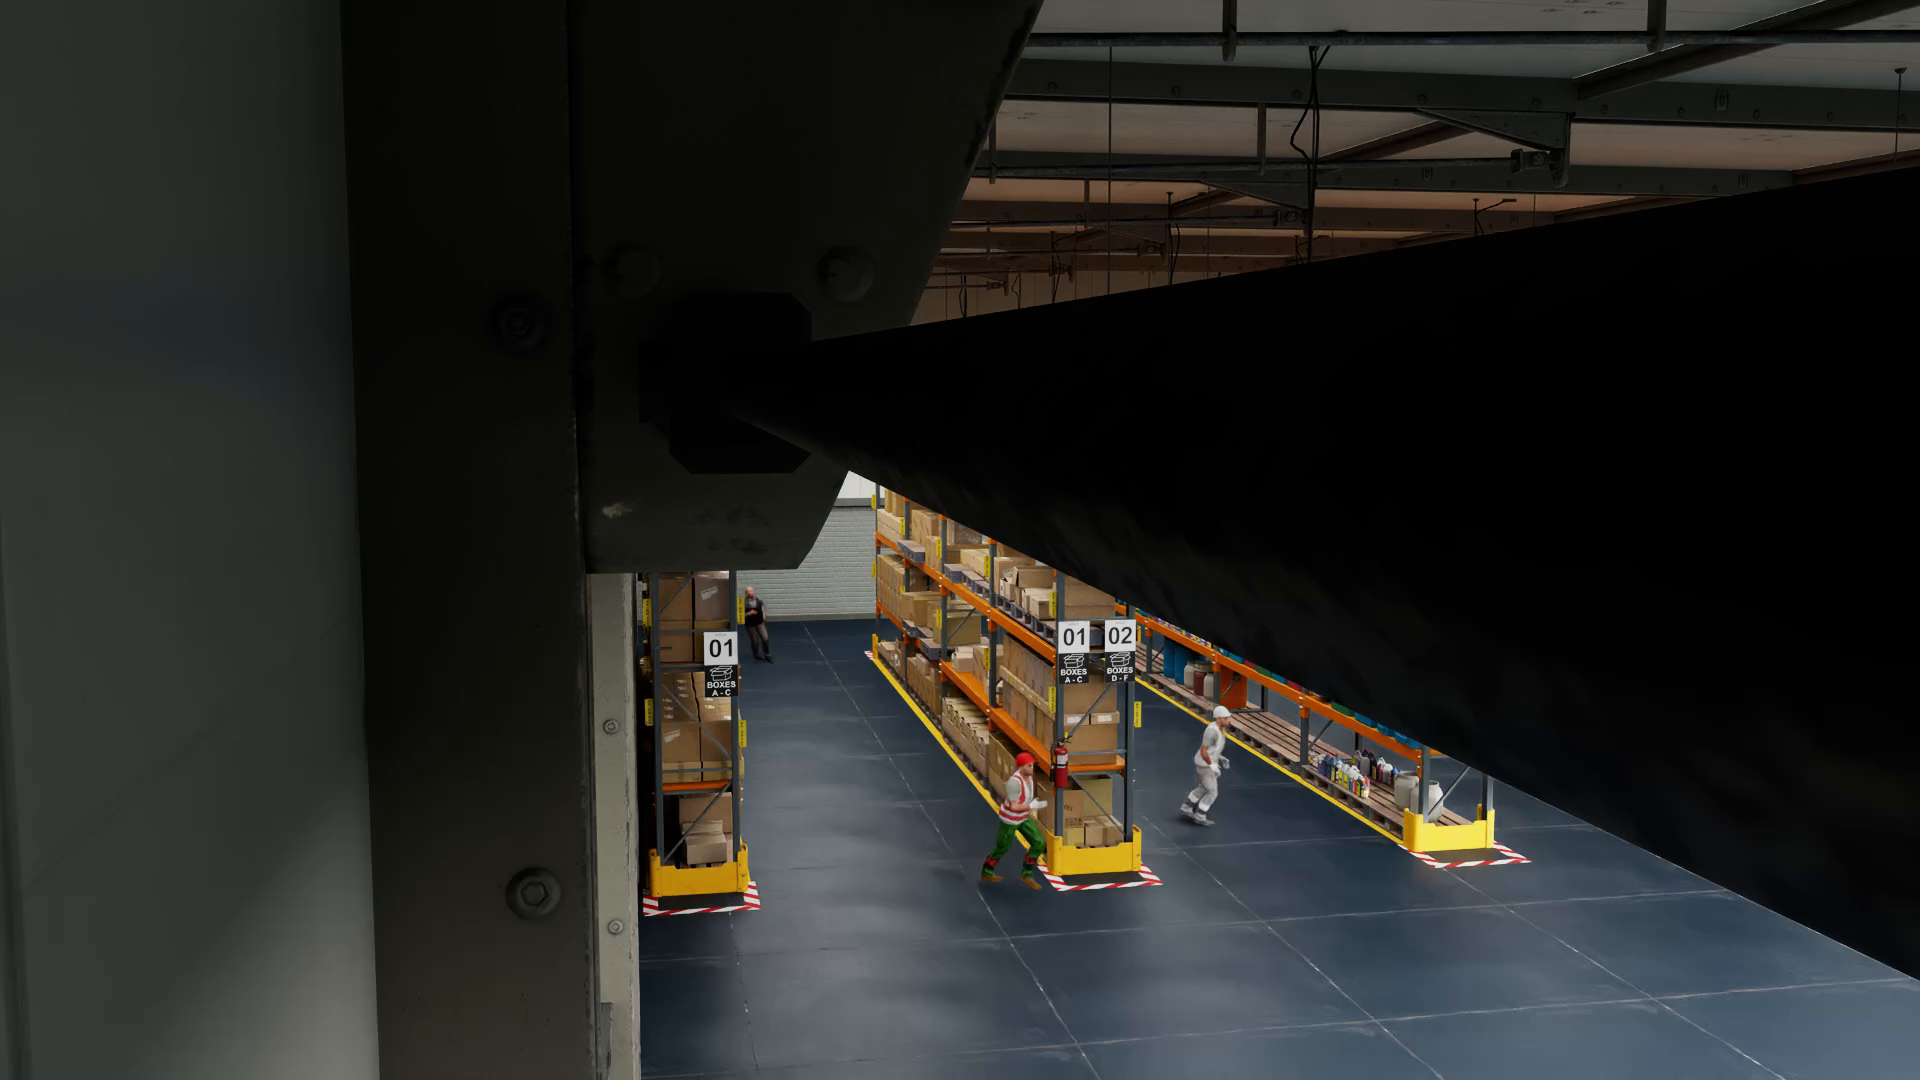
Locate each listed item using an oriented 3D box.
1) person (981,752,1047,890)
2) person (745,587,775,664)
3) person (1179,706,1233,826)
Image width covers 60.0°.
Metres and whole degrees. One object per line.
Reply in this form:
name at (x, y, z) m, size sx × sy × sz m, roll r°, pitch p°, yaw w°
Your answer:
person at (0.679, 3.392, 20.144) m, size 0.971 × 1.727 × 0.629 m, roll 5°, pitch 7°, yaw 37°
person at (-4.422, 1.828, 35.788) m, size 0.769 × 1.691 × 0.685 m, roll -3°, pitch 6°, yaw -24°
person at (3.394, 3.121, 23.043) m, size 0.788 × 1.718 × 0.654 m, roll 2°, pitch 6°, yaw 21°
